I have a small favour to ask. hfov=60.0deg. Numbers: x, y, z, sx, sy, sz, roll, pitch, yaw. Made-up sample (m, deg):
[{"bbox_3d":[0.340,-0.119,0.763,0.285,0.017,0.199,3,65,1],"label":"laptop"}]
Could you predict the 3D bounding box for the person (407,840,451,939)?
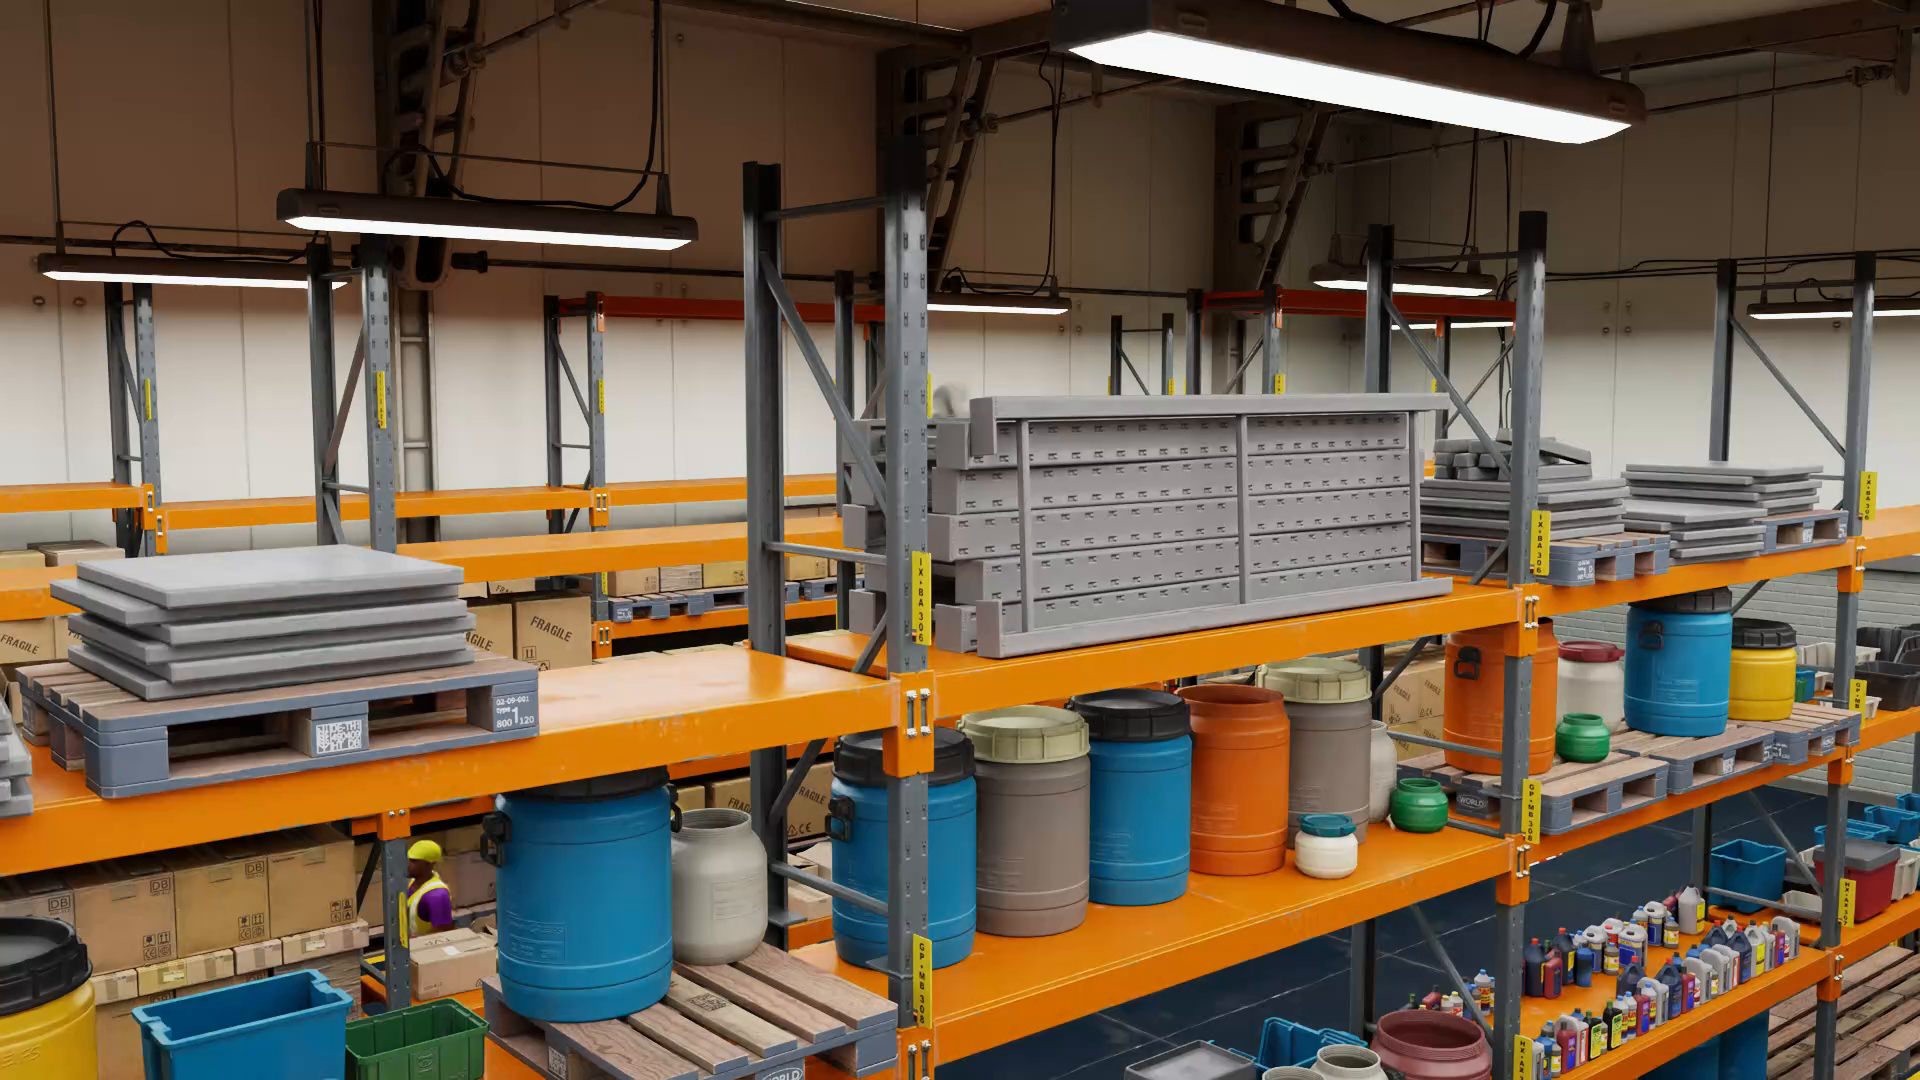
[{"bbox_3d":[-3.945,3.116,12.310,0.684,1.828,0.688,-4,7,-39],"label":"person"}]
